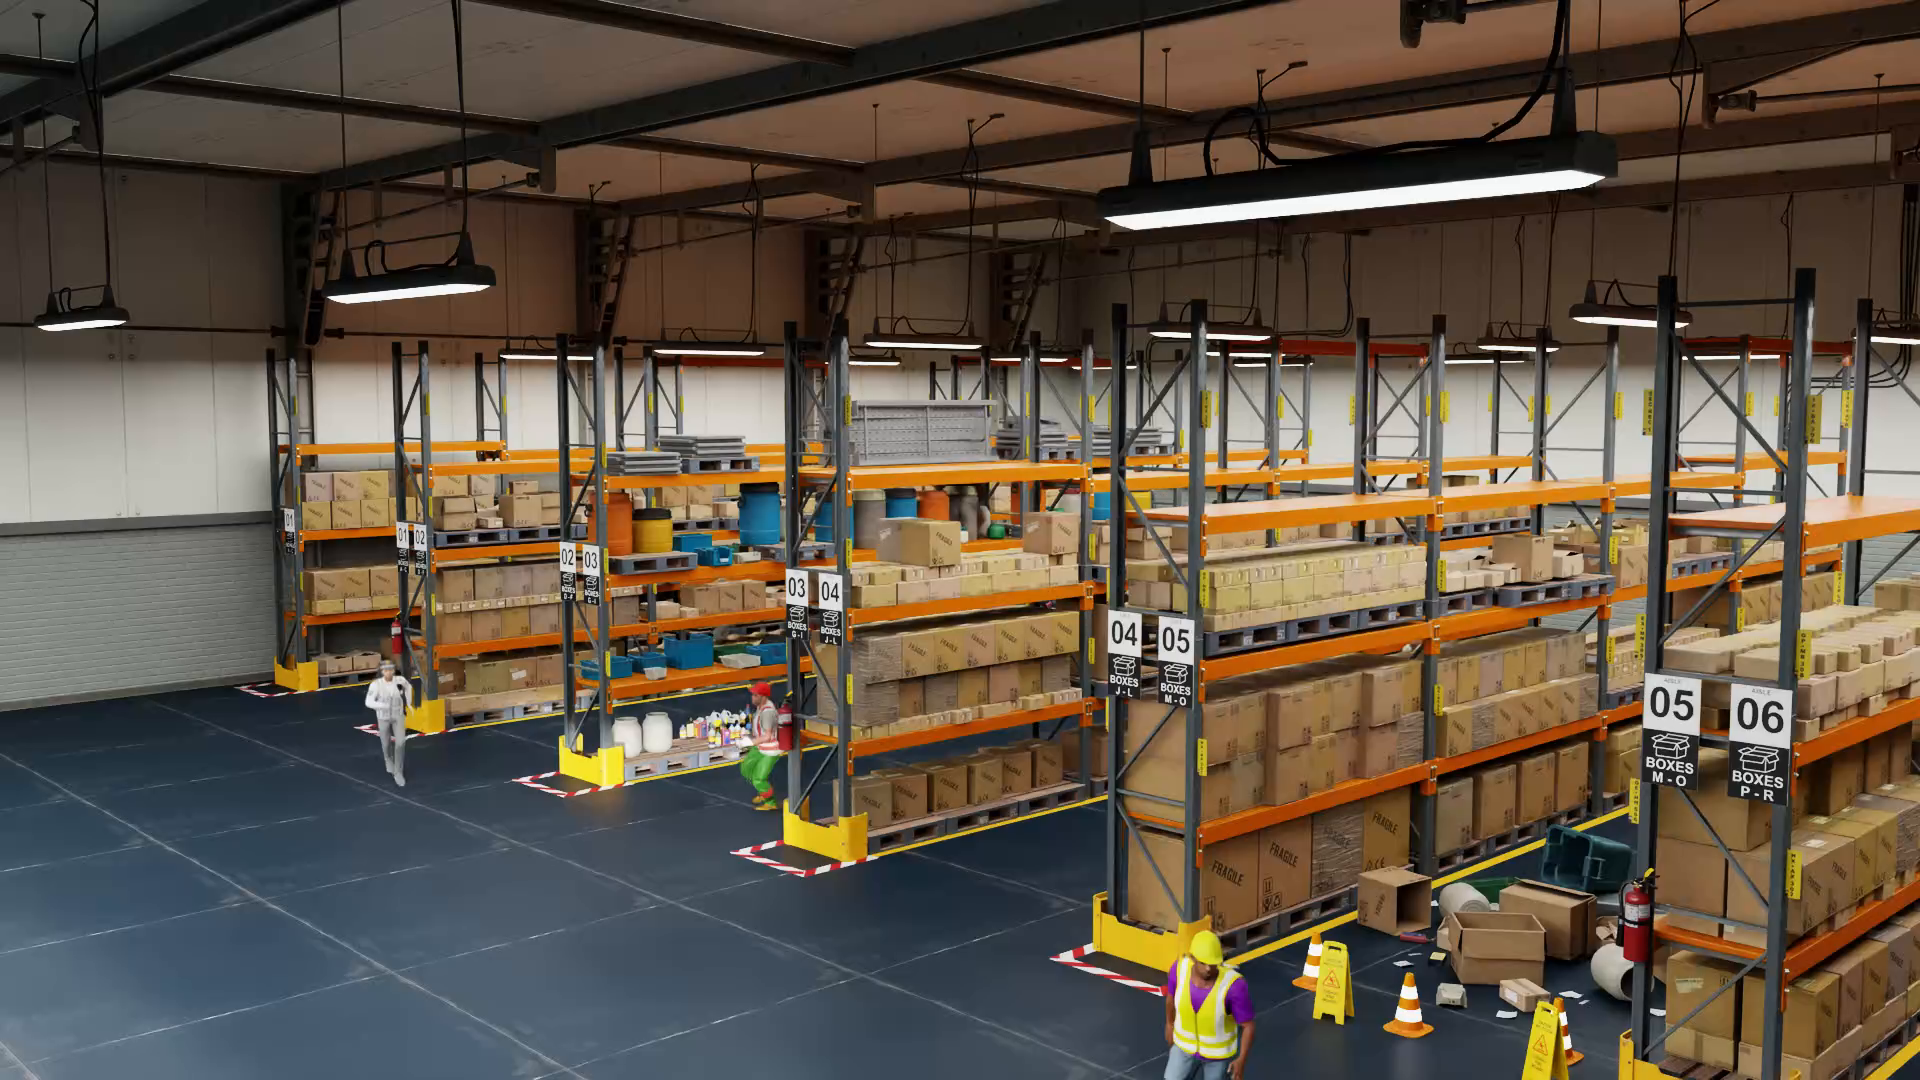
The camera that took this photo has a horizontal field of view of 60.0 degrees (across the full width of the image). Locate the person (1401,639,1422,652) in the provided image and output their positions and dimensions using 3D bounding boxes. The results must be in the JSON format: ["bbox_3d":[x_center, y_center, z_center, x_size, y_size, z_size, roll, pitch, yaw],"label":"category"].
[{"bbox_3d":[6.640,2.179,24.414,0.619,1.819,0.730,4,6,39],"label":"person"}]

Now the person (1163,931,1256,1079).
[{"bbox_3d":[1.639,3.368,11.004,0.686,1.715,0.754,2,5,25],"label":"person"}]

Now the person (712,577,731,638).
[{"bbox_3d":[-4.563,1.561,32.081,0.842,1.724,0.552,-4,6,-36],"label":"person"}]

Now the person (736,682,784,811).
[{"bbox_3d":[-2.489,2.560,20.499,0.663,1.661,0.867,-2,5,-24],"label":"person"}]

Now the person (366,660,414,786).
[{"bbox_3d":[-7.658,2.405,22.351,0.602,1.681,0.935,-2,5,-19],"label":"person"}]
